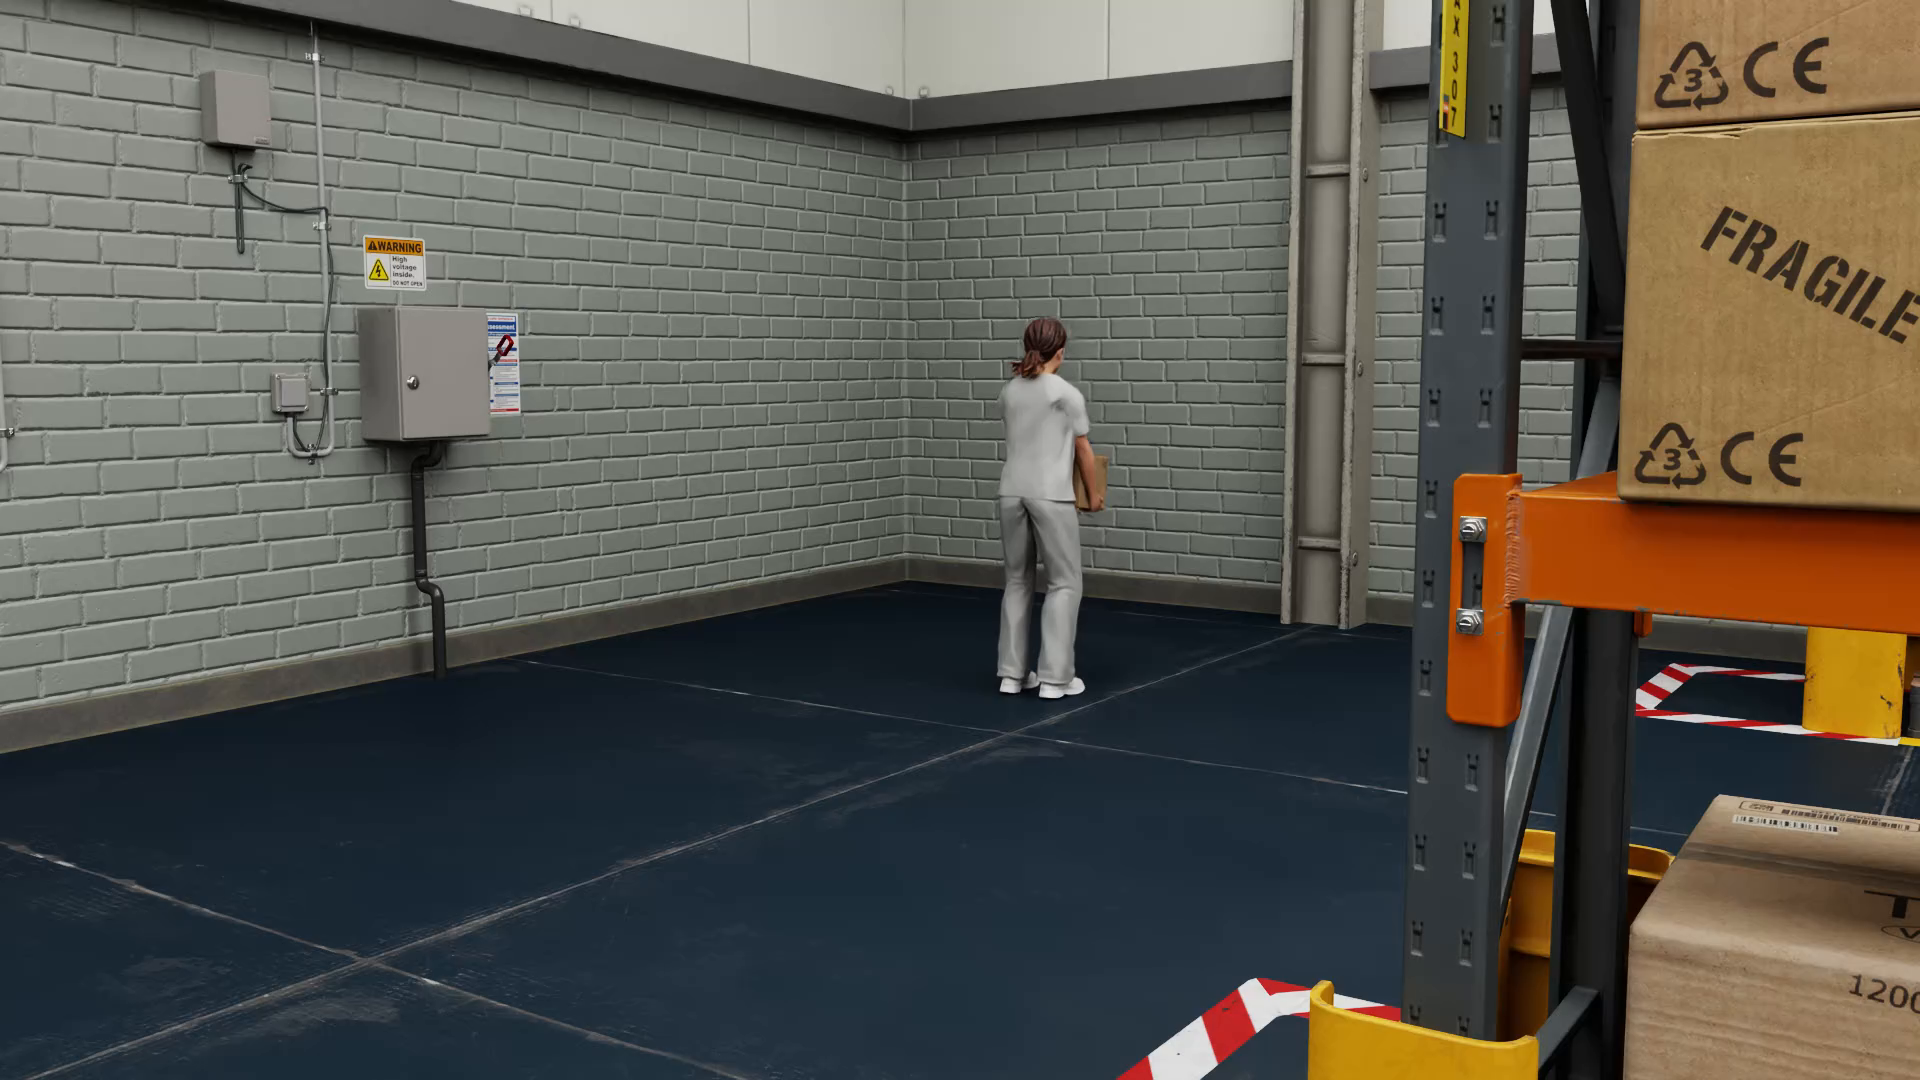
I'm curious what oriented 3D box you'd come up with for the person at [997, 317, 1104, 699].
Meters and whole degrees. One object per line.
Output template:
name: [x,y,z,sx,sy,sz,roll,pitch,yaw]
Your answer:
person: [0.389,-0.151,7.395,0.410,1.664,0.513,4,8,32]
